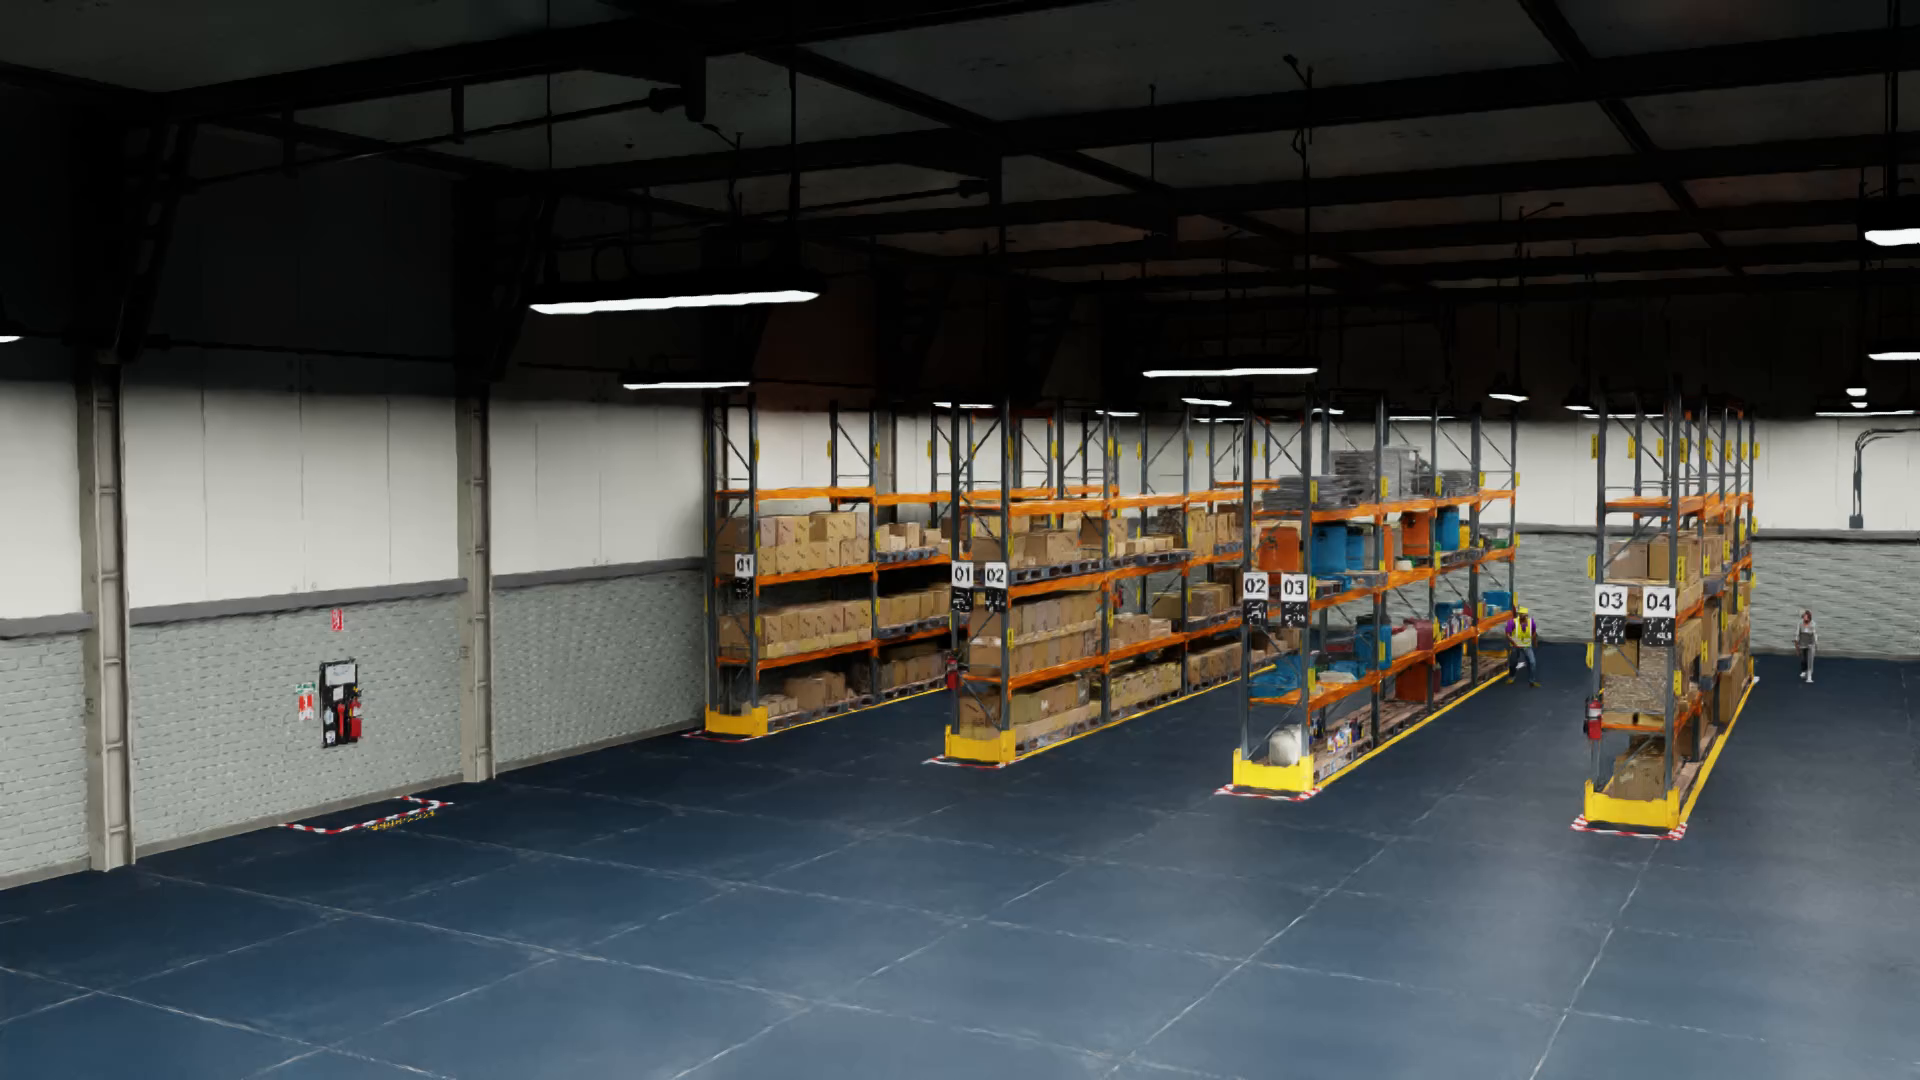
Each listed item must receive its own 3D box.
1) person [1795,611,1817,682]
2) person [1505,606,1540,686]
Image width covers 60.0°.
[{"bbox_3d":[18.337,2.282,36.054,0.417,1.517,1.037,2,4,31],"label":"person"},{"bbox_3d":[11.930,2.237,35.332,0.704,1.702,0.828,1,3,10],"label":"person"}]
